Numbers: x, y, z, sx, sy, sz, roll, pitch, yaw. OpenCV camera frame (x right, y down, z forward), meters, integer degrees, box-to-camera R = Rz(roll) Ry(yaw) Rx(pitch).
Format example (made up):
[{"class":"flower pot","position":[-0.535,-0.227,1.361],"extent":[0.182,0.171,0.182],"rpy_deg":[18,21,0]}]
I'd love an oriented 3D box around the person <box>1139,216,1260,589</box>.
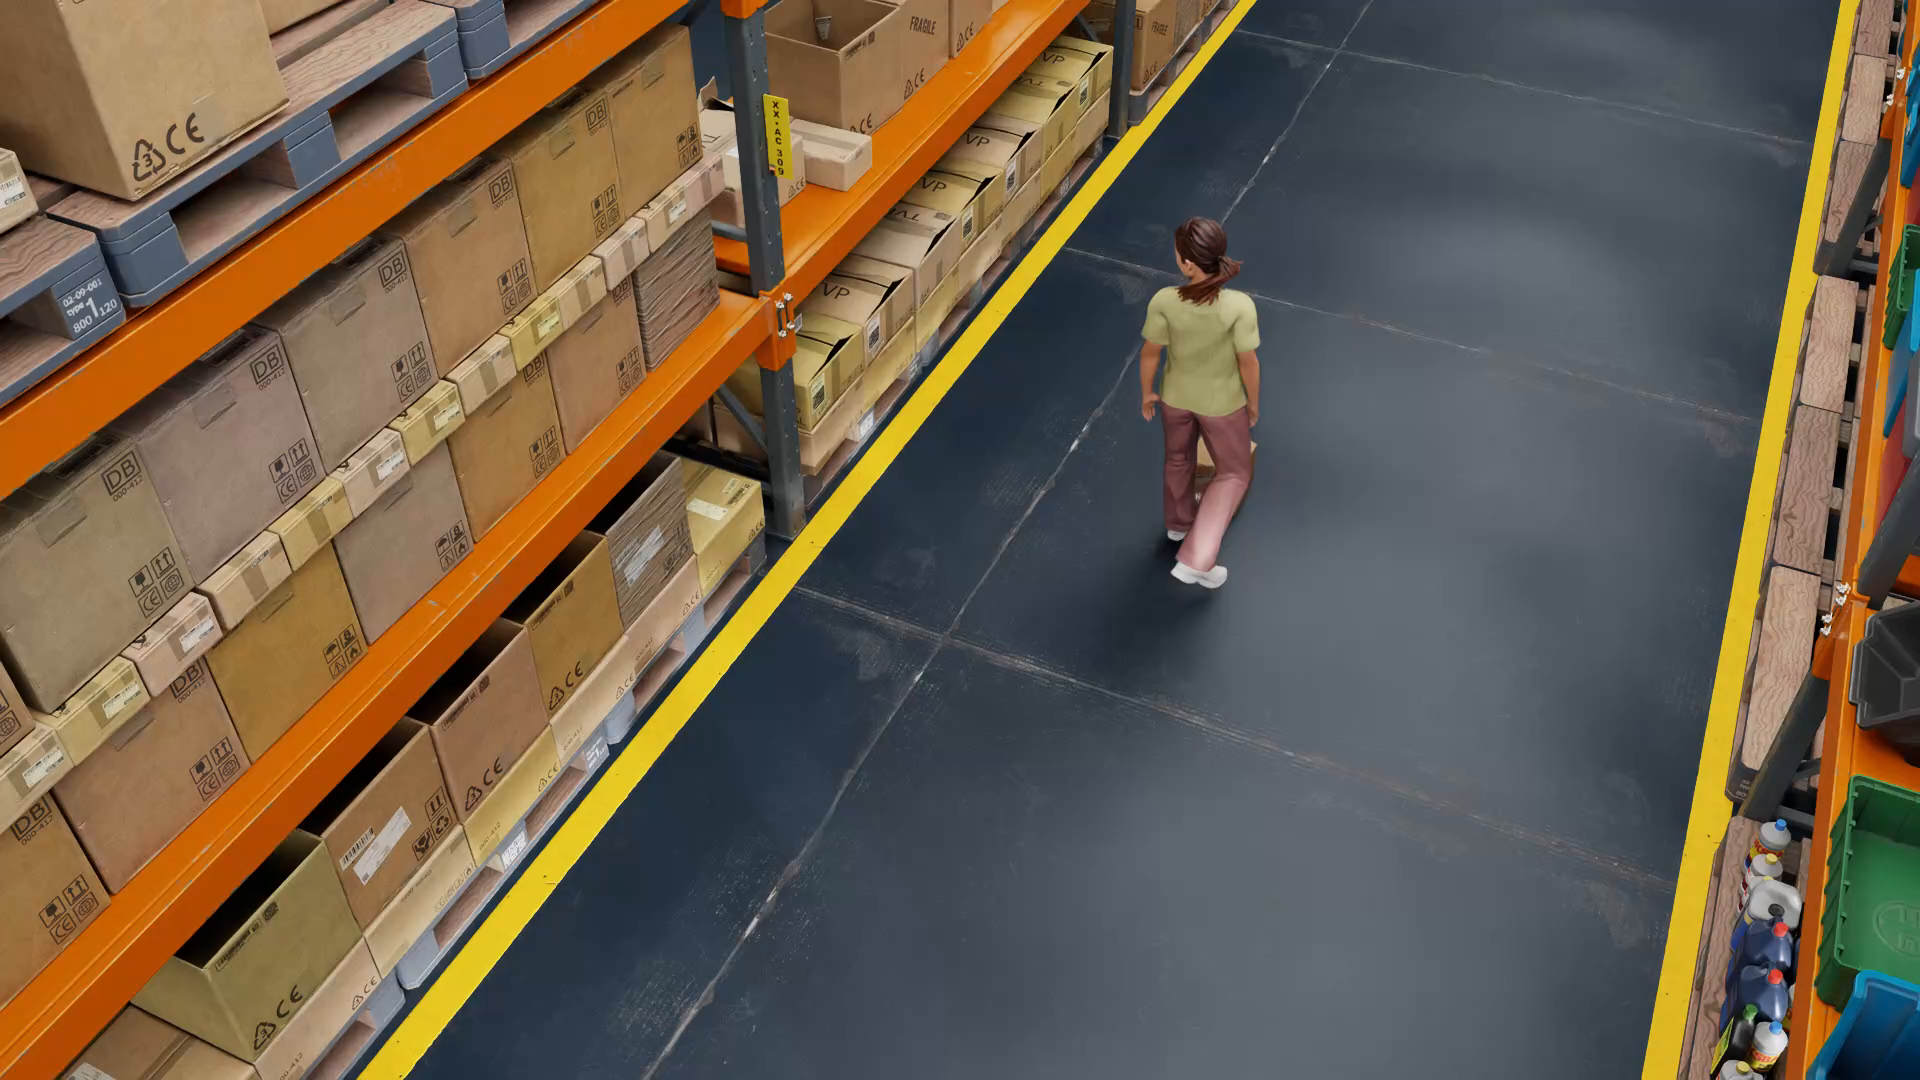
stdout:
[{"class":"person","position":[0.981,-0.565,6.765],"extent":[0.486,1.669,0.705],"rpy_deg":[18,45,19]}]
